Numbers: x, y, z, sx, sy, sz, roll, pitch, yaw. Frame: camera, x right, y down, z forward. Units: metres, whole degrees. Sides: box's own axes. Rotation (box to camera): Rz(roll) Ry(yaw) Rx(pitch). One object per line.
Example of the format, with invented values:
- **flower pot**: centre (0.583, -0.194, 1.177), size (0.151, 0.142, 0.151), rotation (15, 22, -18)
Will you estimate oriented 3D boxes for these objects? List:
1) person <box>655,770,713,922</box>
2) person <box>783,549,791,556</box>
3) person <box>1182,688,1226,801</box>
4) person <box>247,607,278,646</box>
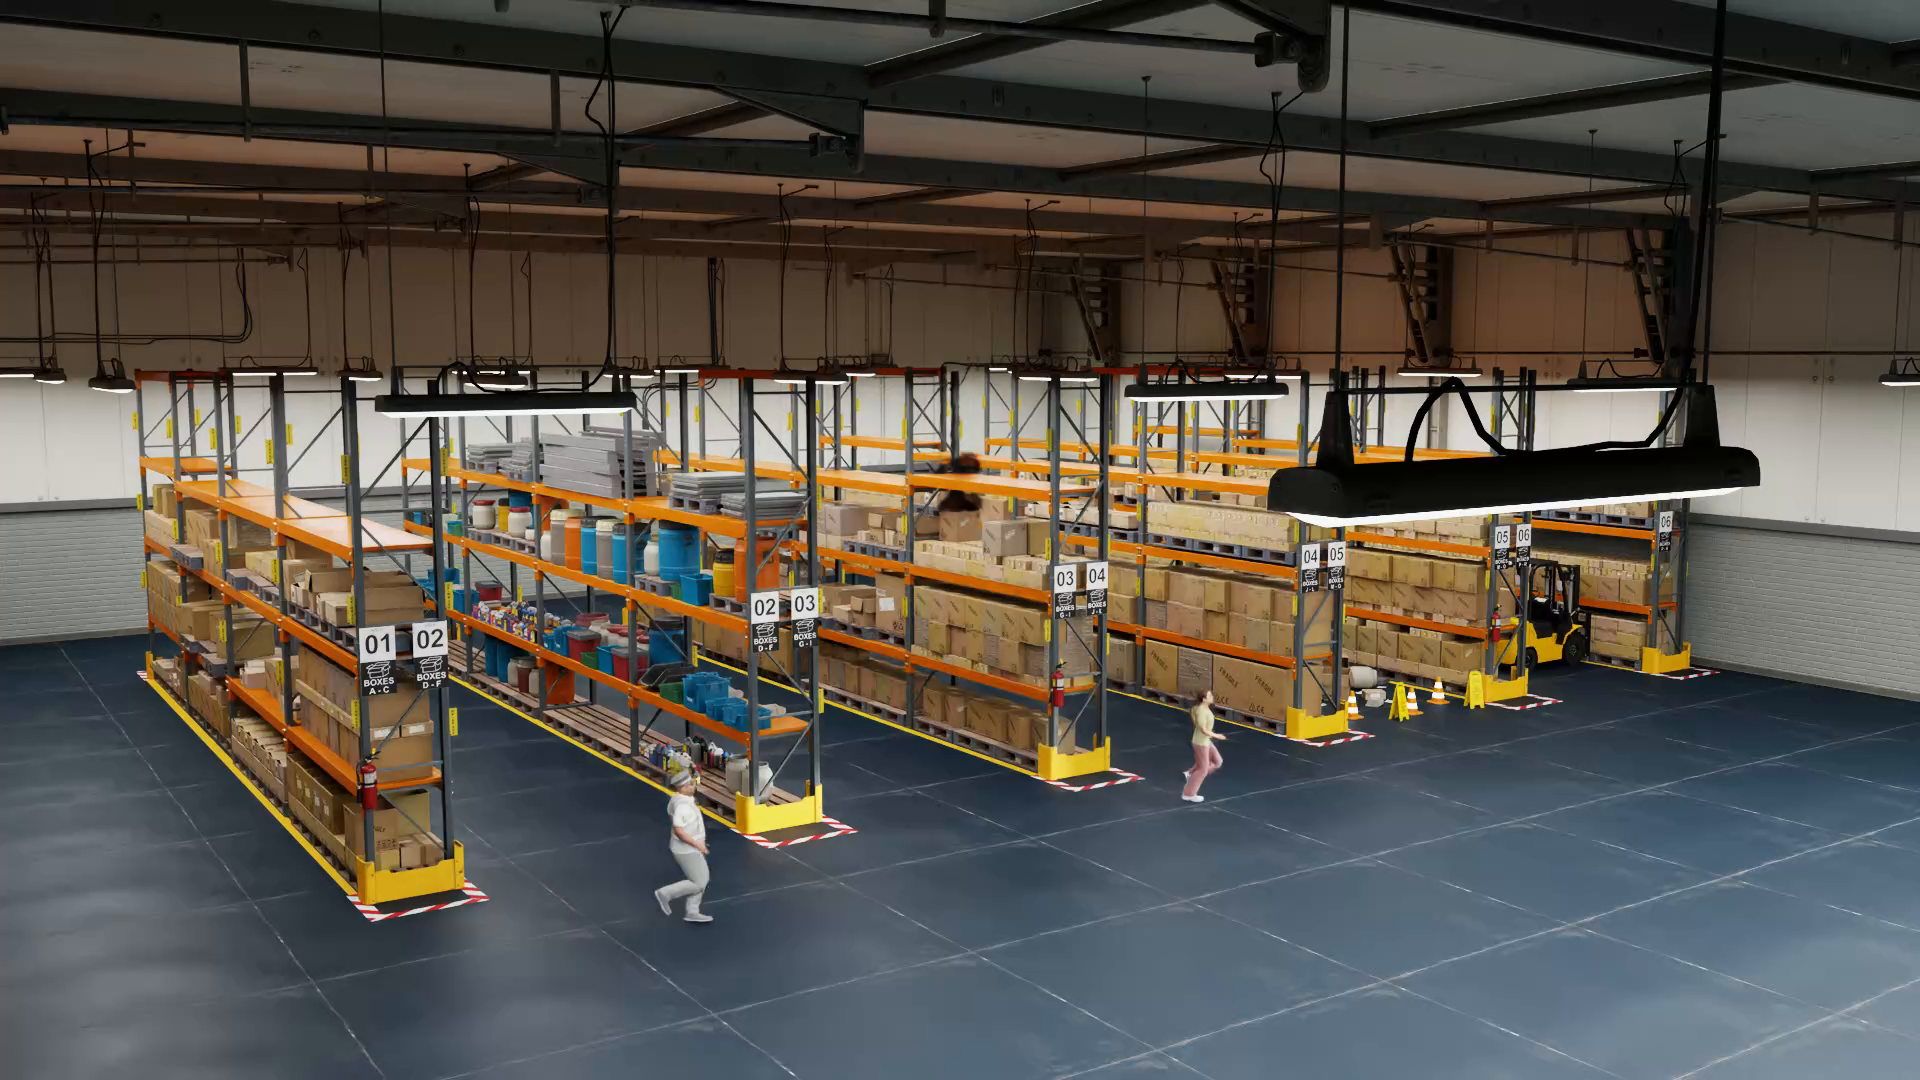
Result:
- **person**: centre (-3.077, 3.402, 18.424), size (0.644, 1.748, 0.669), rotation (-2, 7, -15)
- **person**: centre (-4.383, 0.848, 41.327), size (0.556, 1.682, 0.749), rotation (-4, 8, -34)
- **person**: centre (3.456, 2.877, 23.493), size (0.611, 1.624, 0.611), rotation (1, 7, 11)
- **person**: centre (-14.009, 1.793, 33.319), size (0.583, 1.611, 0.628), rotation (6, 9, 42)
